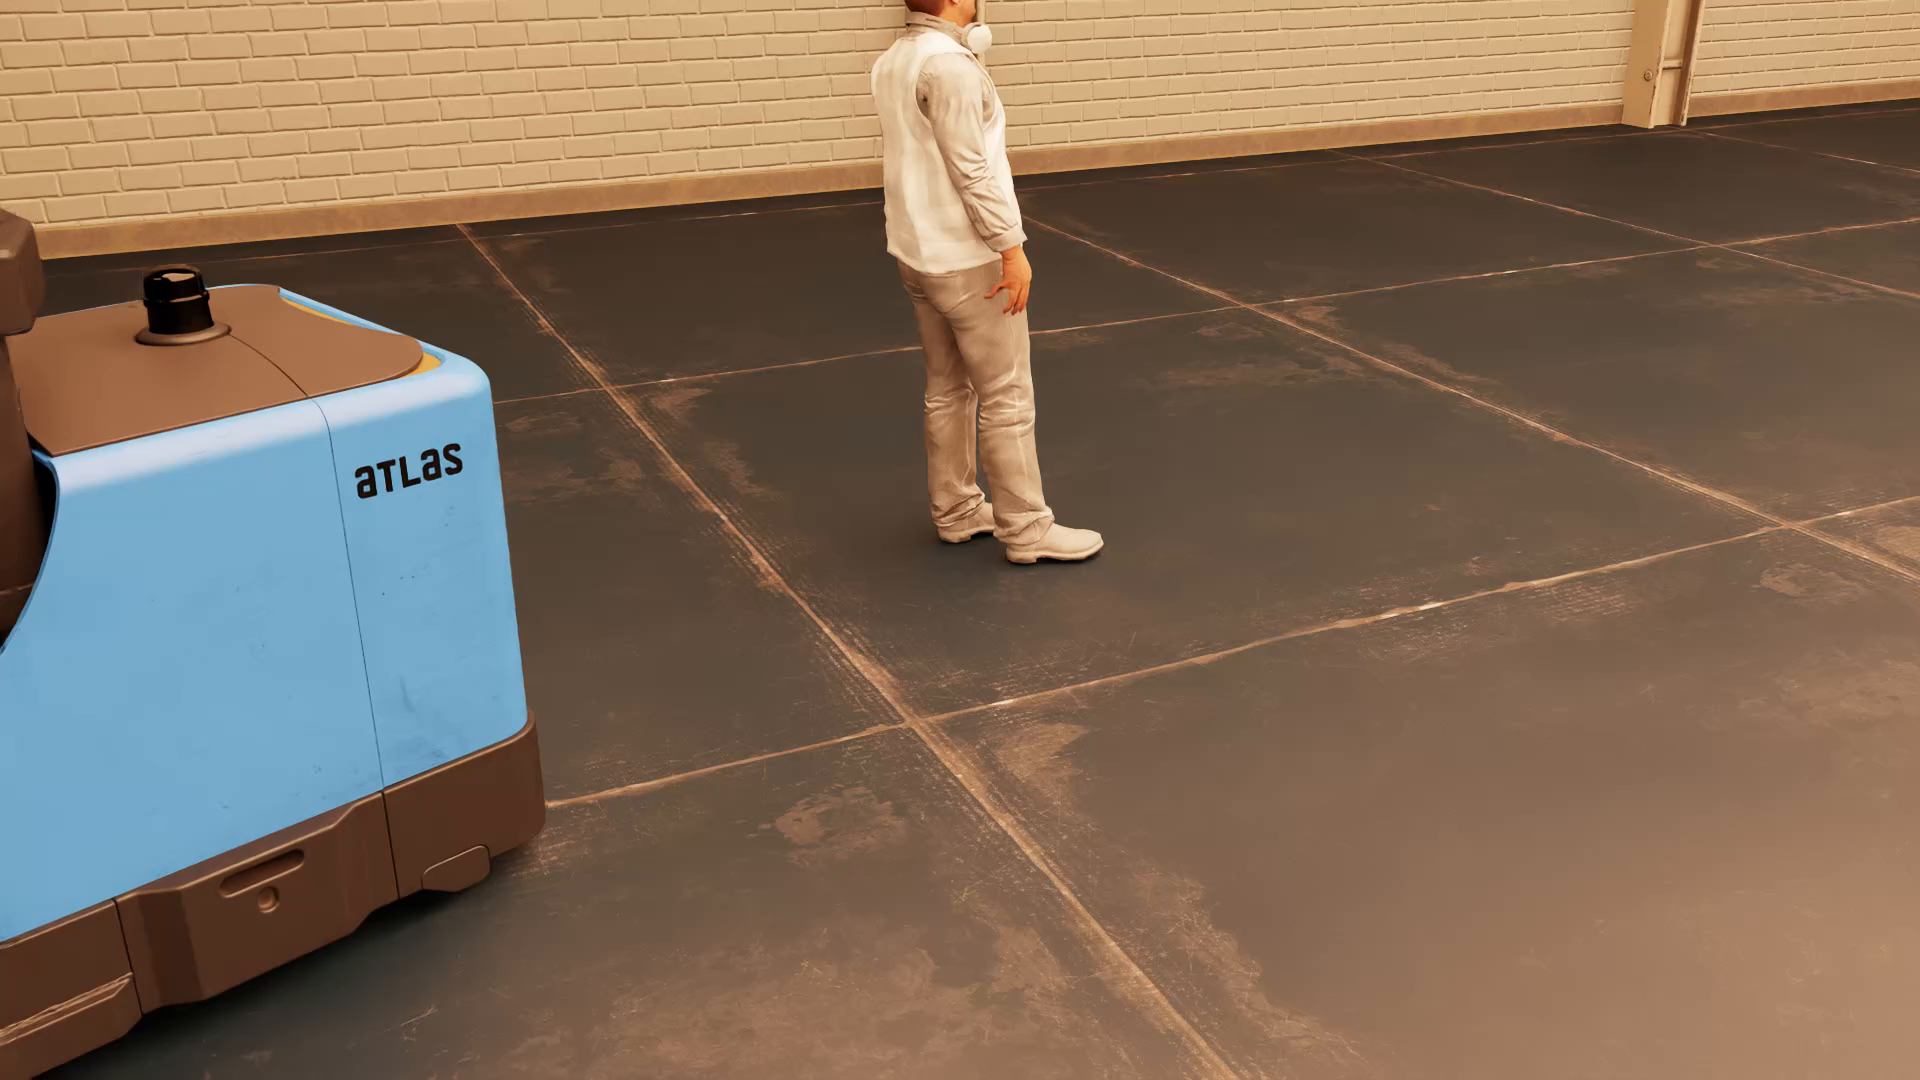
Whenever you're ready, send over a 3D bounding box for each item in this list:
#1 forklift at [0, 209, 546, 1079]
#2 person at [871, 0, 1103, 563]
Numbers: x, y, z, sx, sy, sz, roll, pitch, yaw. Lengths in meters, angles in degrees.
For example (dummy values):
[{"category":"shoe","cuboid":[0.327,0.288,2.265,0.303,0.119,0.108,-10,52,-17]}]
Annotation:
[{"category":"forklift","cuboid":[-2.260,-0.417,2.290,1.130,2.935,3.031,21,30,40]},{"category":"person","cuboid":[0.060,-0.834,4.782,0.566,1.775,0.633,-10,25,-23]}]
